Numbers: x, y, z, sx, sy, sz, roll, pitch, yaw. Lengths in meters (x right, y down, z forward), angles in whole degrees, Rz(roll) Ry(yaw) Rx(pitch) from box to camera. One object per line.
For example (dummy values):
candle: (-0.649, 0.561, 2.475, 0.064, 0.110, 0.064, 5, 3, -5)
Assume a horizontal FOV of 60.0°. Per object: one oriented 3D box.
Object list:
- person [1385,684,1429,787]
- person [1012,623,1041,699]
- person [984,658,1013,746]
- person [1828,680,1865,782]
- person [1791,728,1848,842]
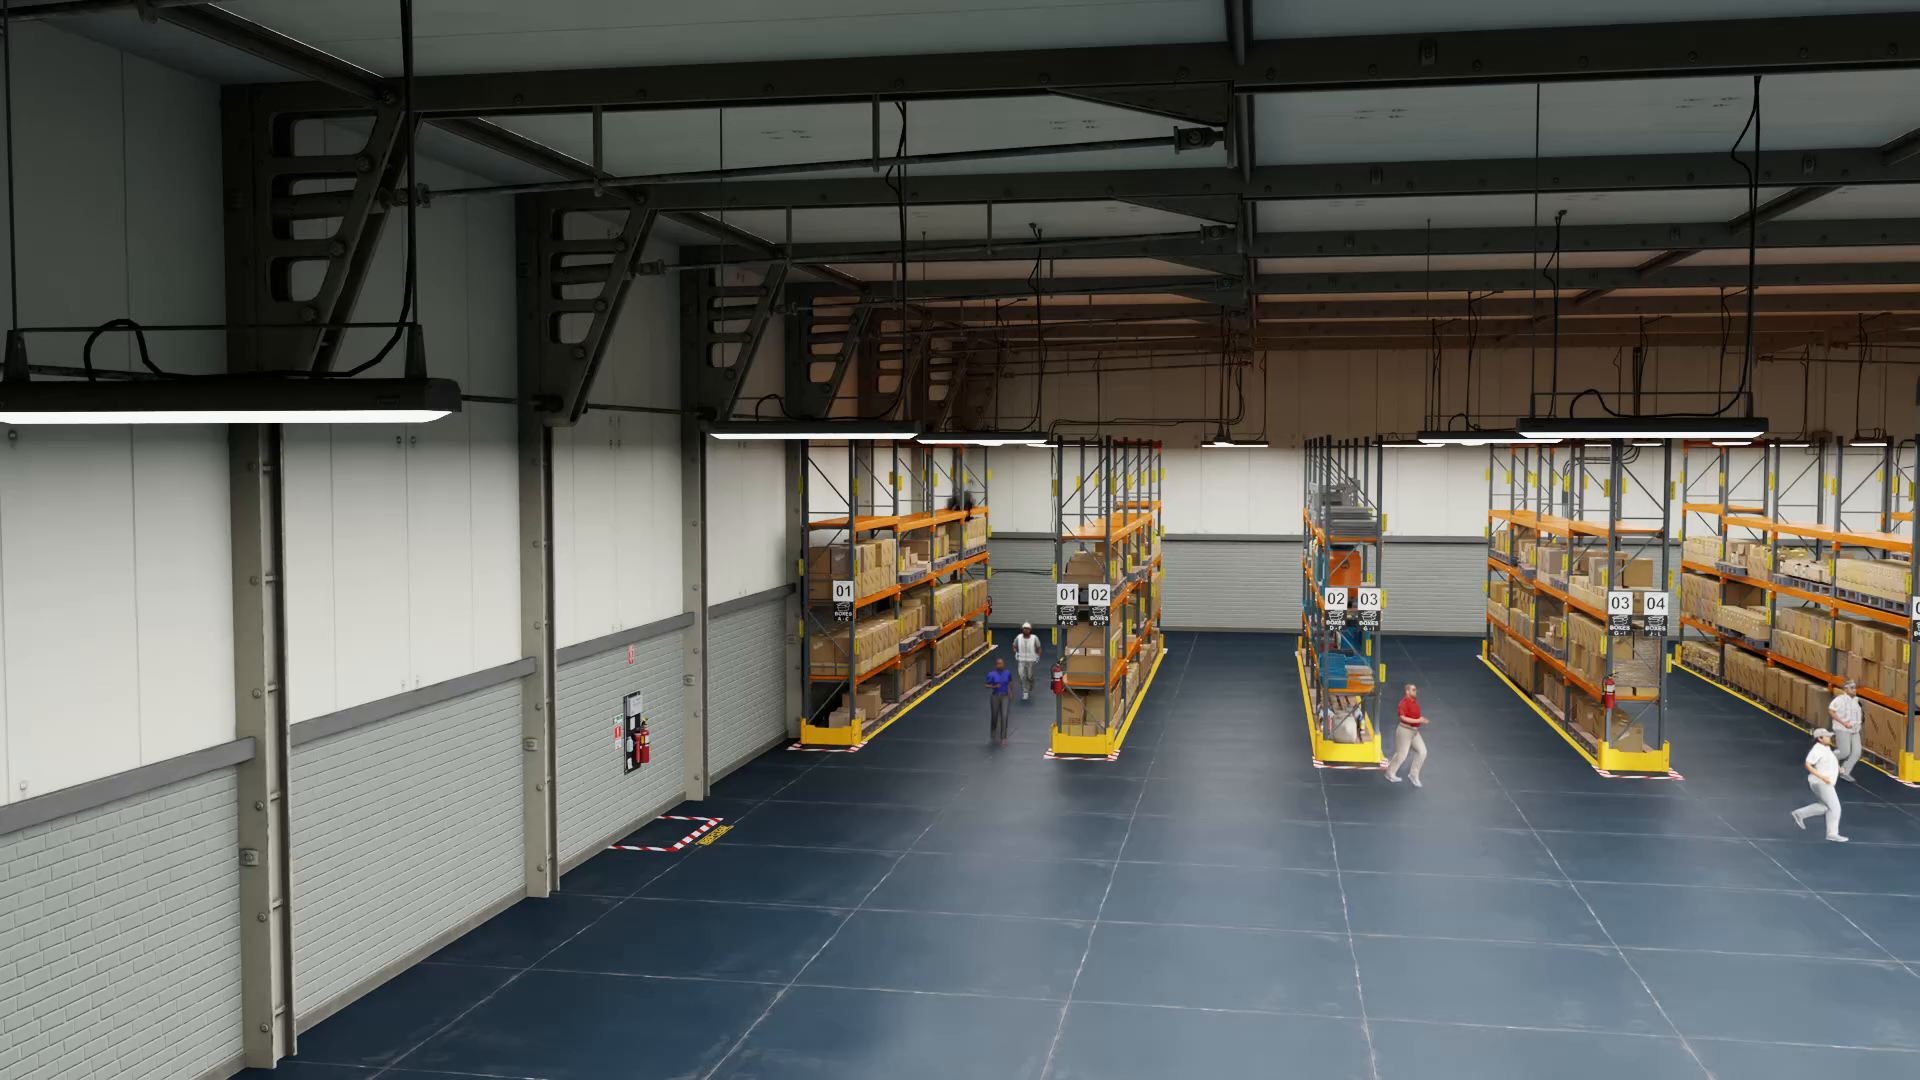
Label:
person: (7.656, 3.344, 28.362, 0.788, 1.805, 0.672, 3, 4, 43)
person: (1.534, 2.784, 38.415, 0.682, 1.742, 0.655, 0, 3, 8)
person: (0.763, 3.119, 32.406, 0.604, 1.663, 0.900, 0, 3, -8)
person: (15.424, 3.294, 29.001, 0.685, 1.759, 0.667, -1, 3, -21)
person: (12.665, 3.580, 24.467, 0.774, 1.632, 0.619, 2, 4, 37)
